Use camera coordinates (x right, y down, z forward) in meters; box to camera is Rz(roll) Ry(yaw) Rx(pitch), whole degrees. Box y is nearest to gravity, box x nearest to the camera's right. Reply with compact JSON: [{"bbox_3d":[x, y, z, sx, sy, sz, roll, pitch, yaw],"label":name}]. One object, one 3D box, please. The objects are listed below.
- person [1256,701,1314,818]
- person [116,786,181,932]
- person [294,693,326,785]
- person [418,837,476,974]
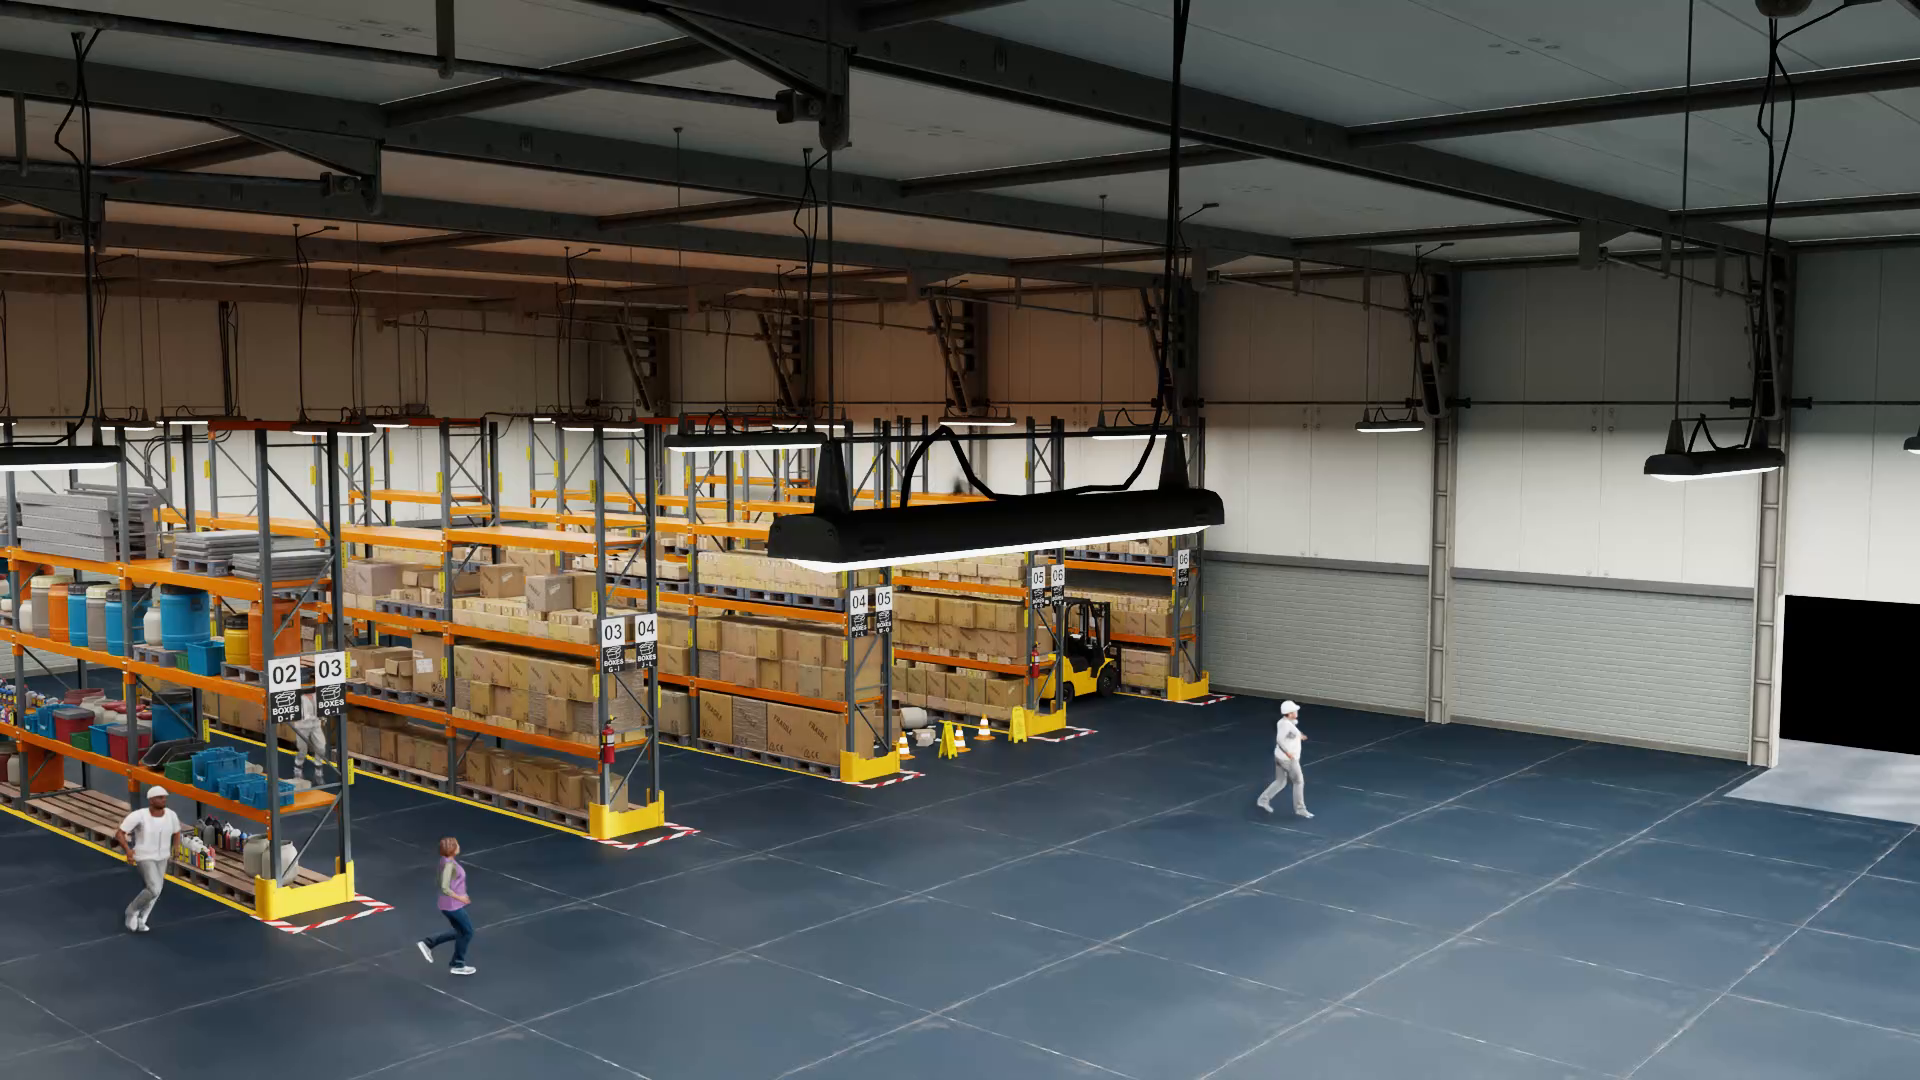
[{"bbox_3d":[4.953,3.339,25.331,0.892,1.801,0.641,-1,5,-9],"label":"person"},{"bbox_3d":[-9.633,3.810,19.936,0.559,1.711,0.694,3,5,29],"label":"person"},{"bbox_3d":[-10.775,3.165,27.554,0.770,1.864,0.680,4,6,40],"label":"person"},{"bbox_3d":[-5.654,4.043,18.298,0.604,1.567,0.540,-2,5,-26],"label":"person"}]
